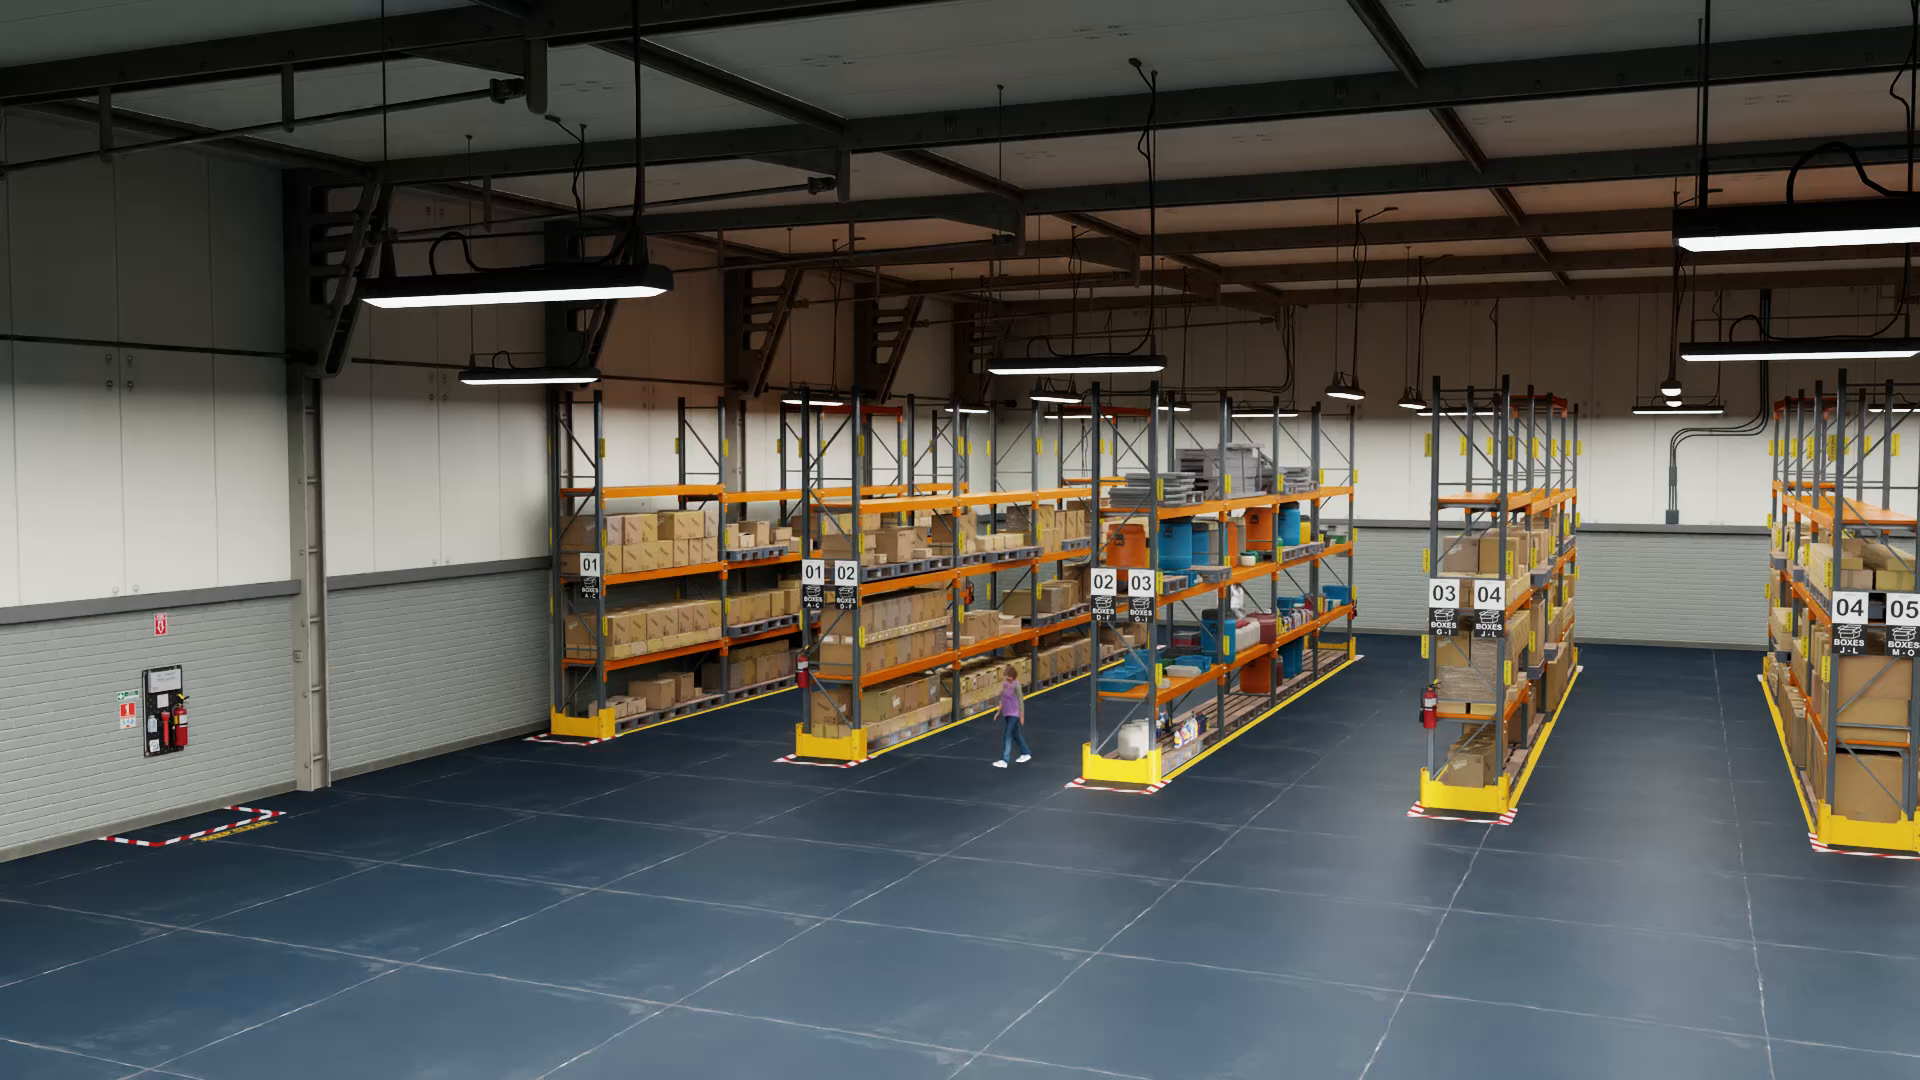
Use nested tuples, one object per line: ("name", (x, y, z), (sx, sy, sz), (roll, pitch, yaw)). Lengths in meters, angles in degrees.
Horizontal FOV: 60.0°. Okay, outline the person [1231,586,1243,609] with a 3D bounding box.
("person", (7.244, 1.504, 43.714), (0.448, 0.612, 0.358), (-3, 4, -42))
